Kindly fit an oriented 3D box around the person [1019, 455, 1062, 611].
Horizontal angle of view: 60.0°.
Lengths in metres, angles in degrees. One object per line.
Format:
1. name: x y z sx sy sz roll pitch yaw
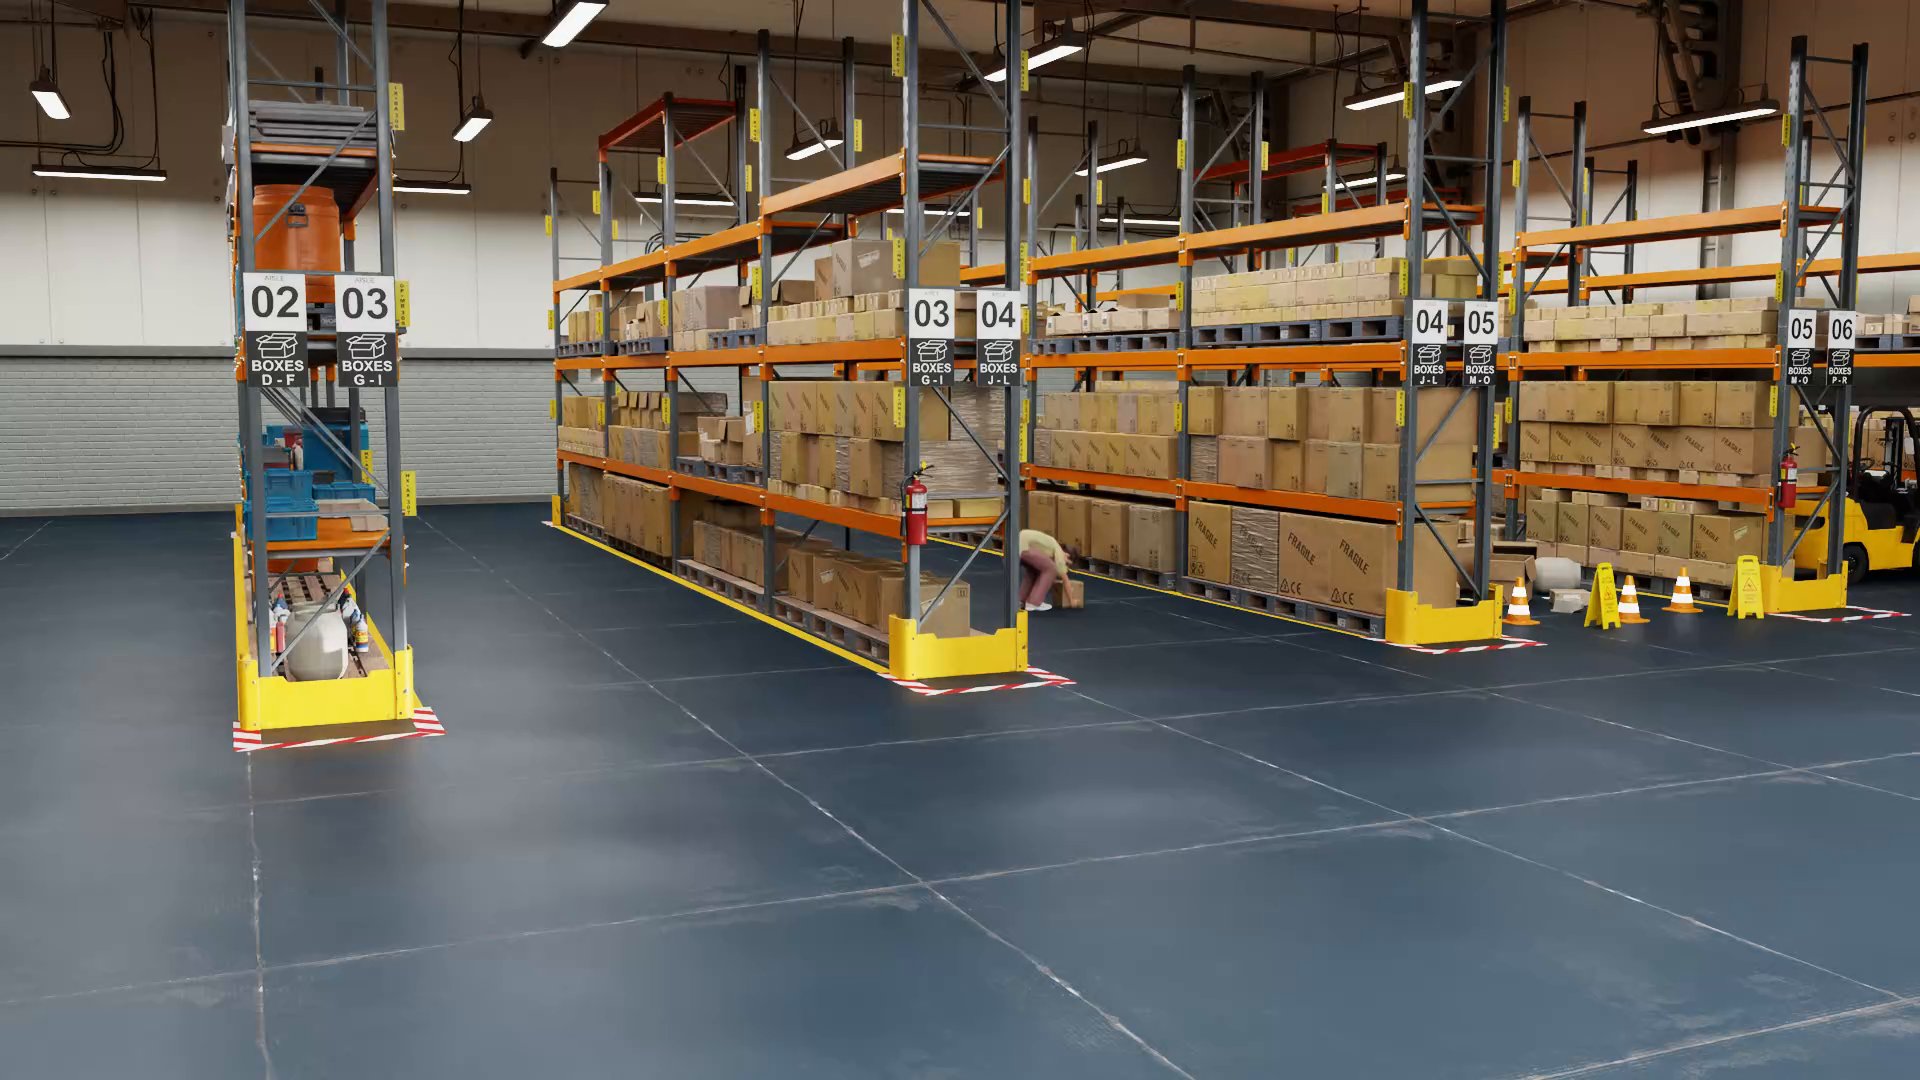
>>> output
1. person: 0.807 -0.080 17.868 0.503 1.668 0.407 -3 6 -25
